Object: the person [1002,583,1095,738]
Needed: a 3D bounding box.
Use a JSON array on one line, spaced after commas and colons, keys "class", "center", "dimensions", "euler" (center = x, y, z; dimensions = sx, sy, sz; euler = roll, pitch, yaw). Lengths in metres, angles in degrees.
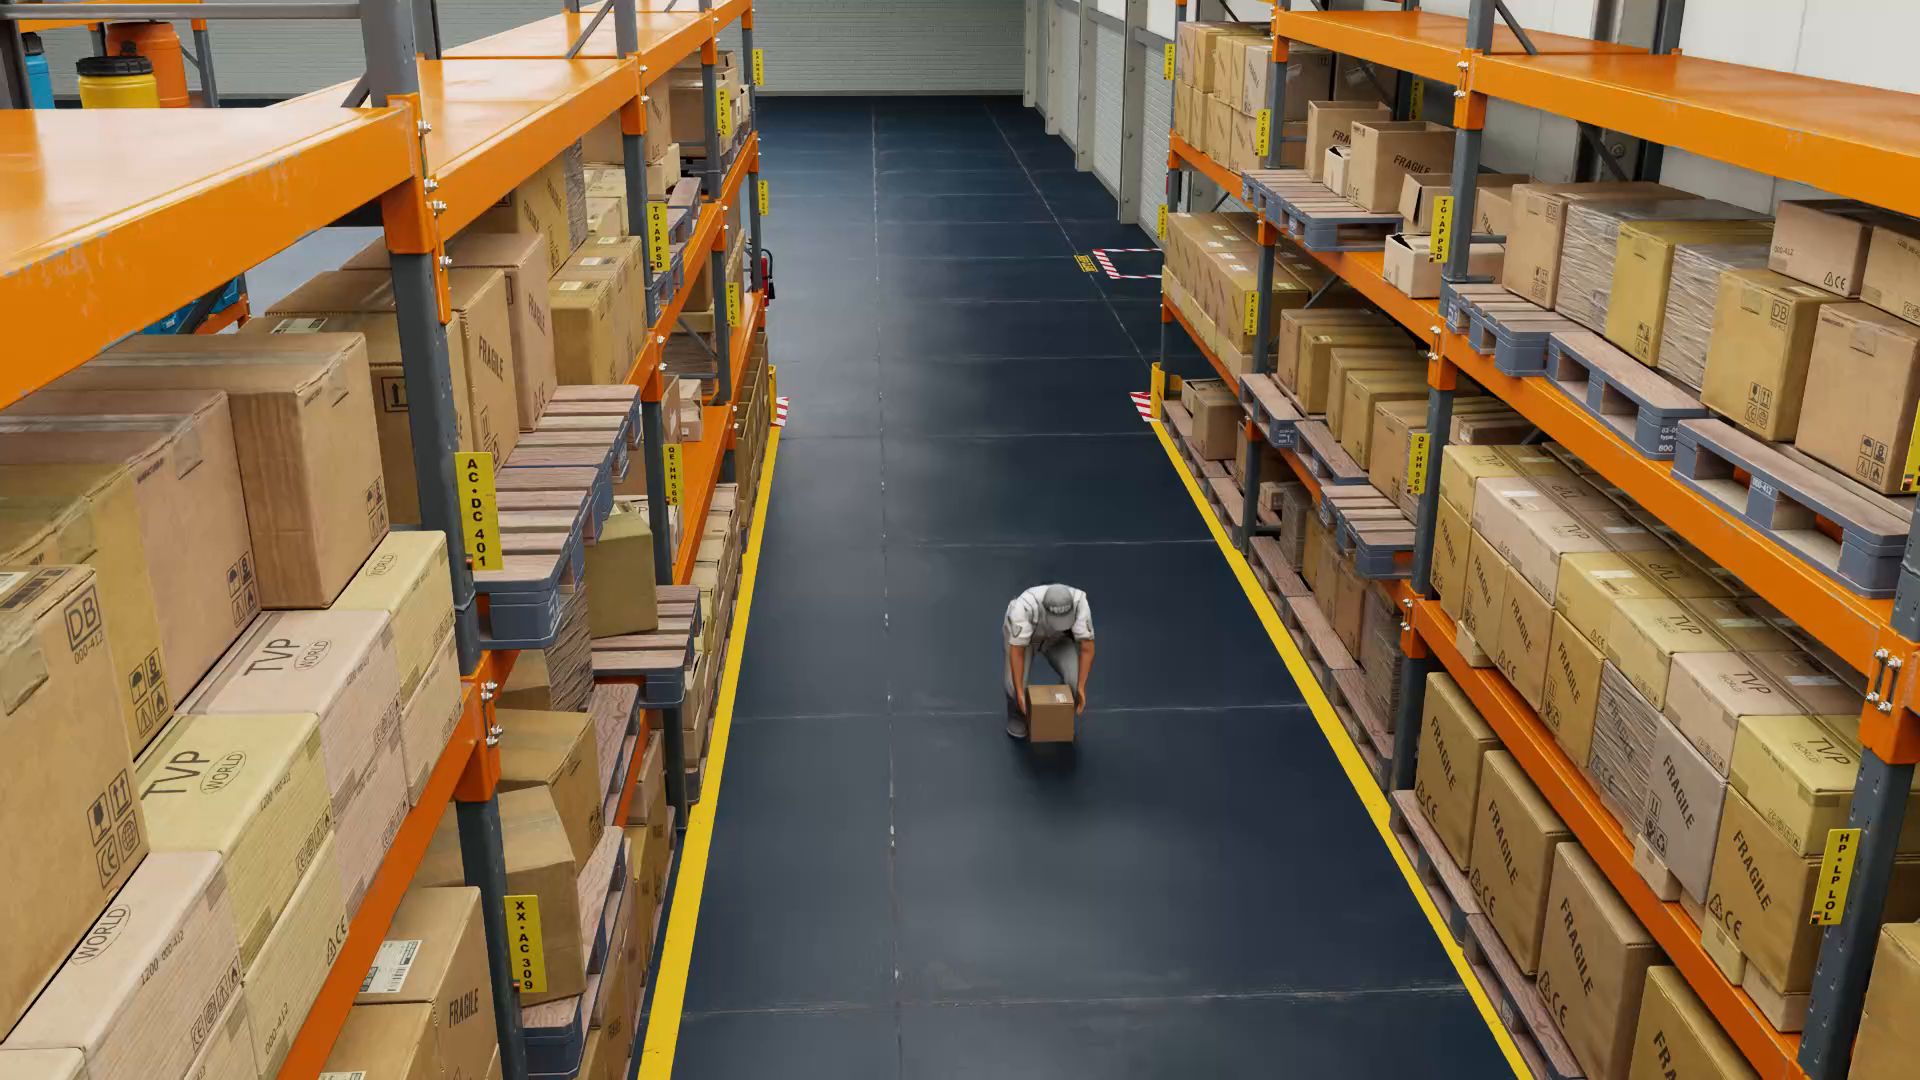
[{"class": "person", "center": [0.528, 0.678, 10.067], "dimensions": [0.537, 1.108, 0.826], "euler": [-1, 21, -3]}]
